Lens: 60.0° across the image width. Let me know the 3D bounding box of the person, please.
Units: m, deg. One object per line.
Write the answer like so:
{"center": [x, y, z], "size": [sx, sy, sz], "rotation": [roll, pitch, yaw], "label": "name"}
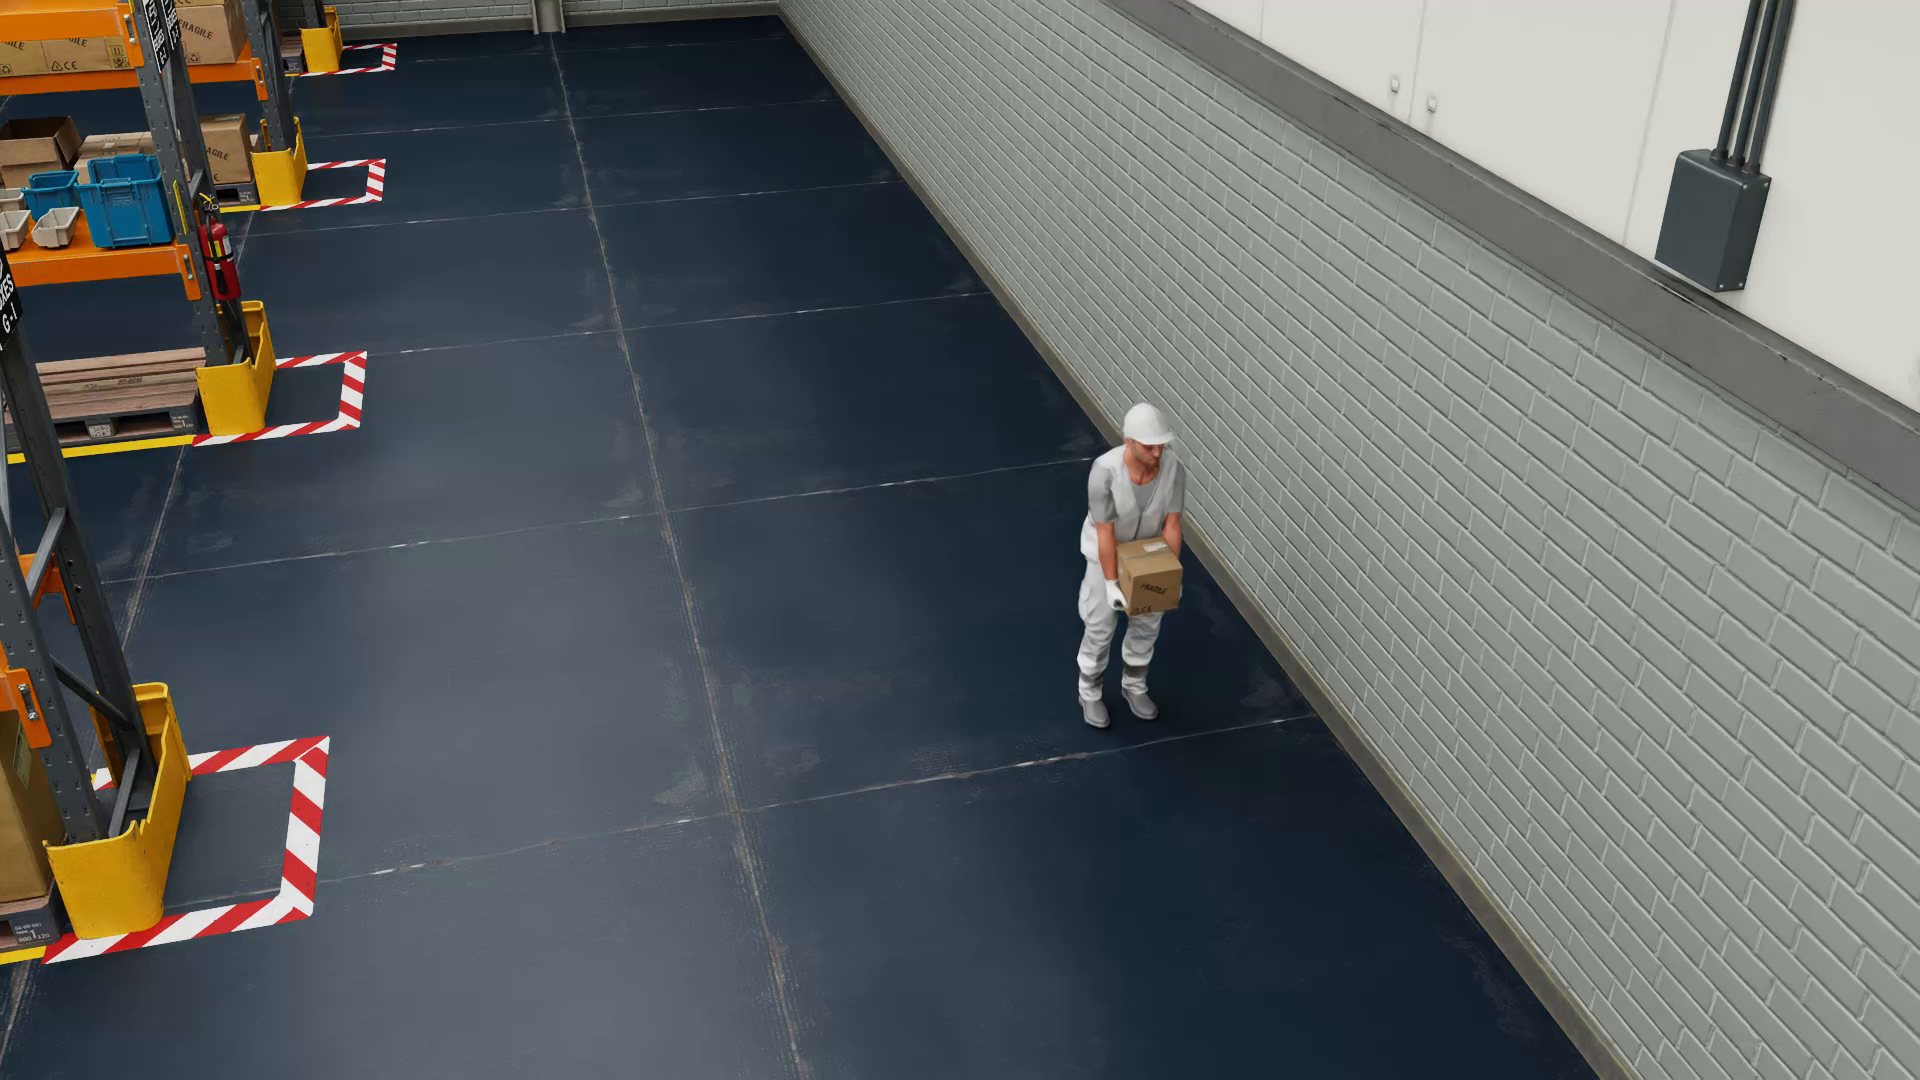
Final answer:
{"center": [0.836, 0.139, 8.002], "size": [0.489, 1.762, 0.587], "rotation": [-8, 31, -14], "label": "person"}
